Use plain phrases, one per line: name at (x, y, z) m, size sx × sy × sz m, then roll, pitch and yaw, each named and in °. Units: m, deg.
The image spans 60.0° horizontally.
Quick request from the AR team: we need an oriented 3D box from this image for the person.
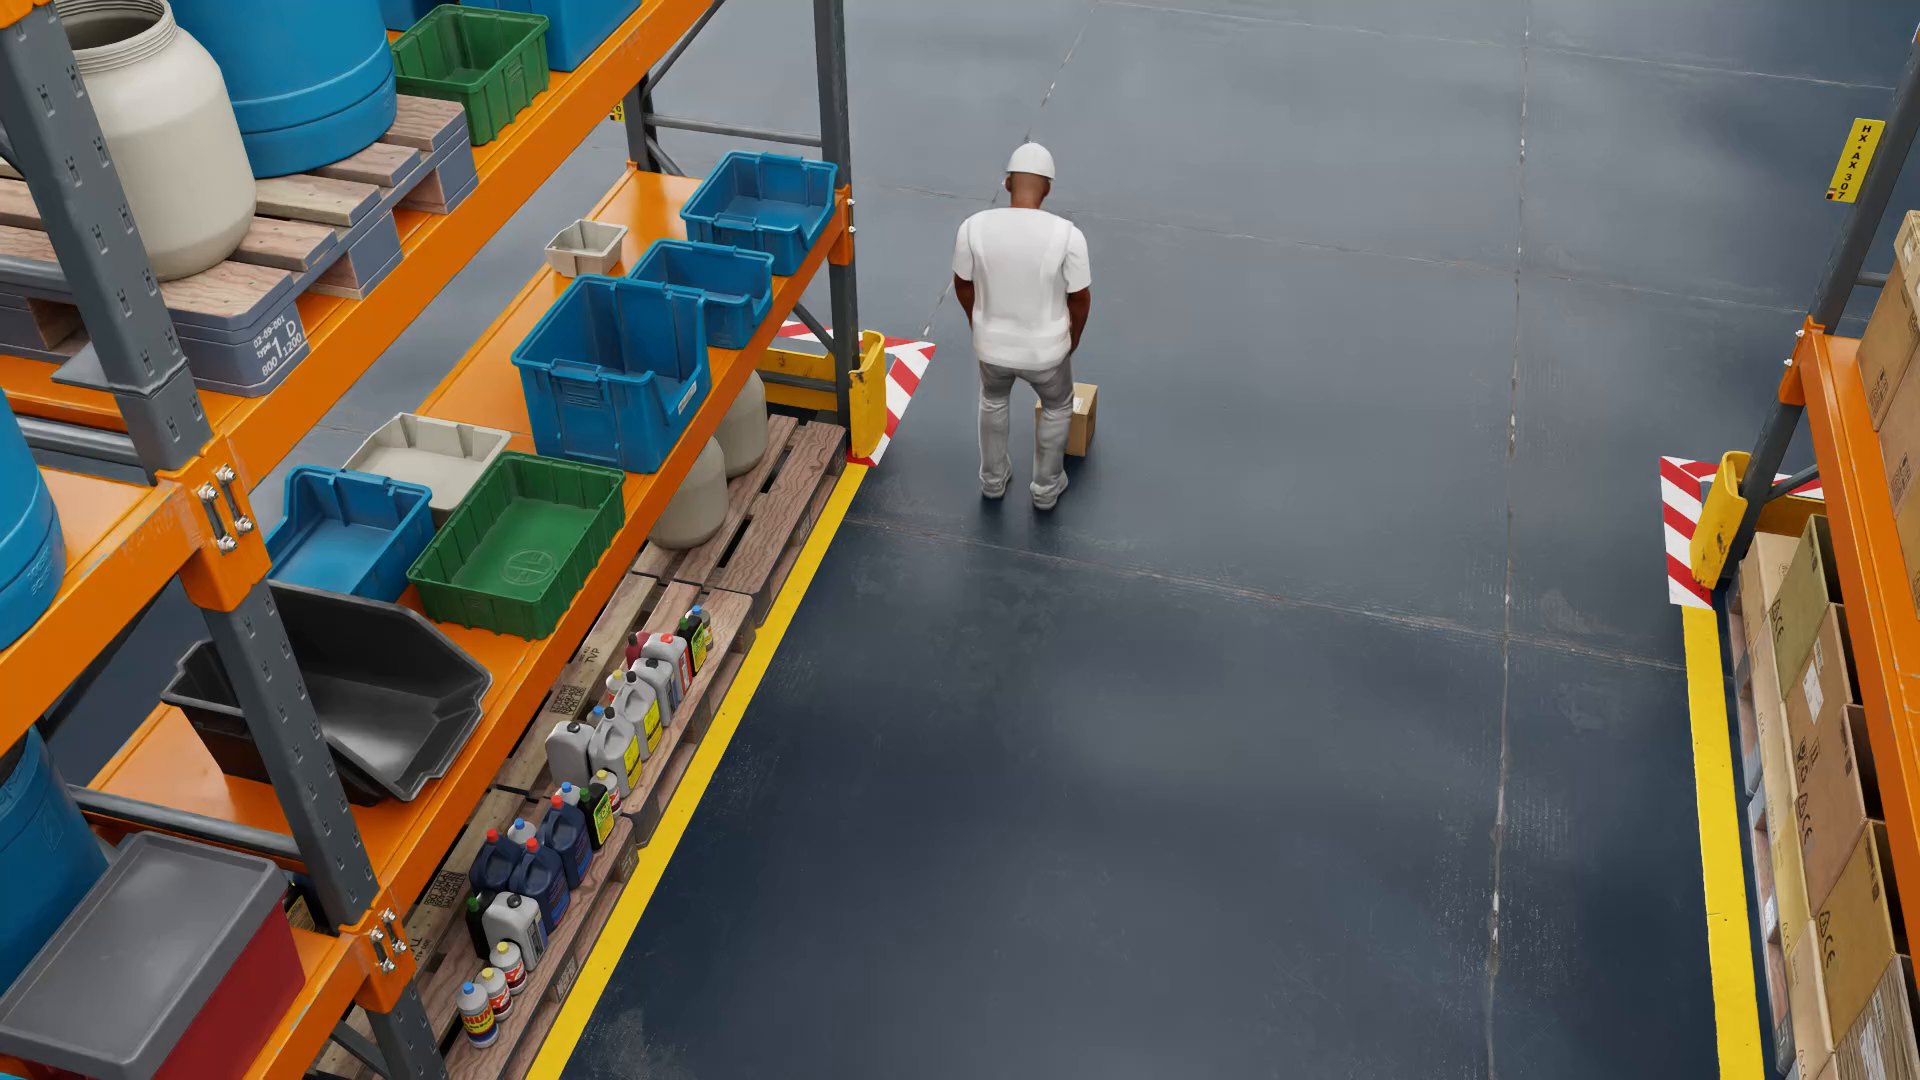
person at (0.263, -0.900, 7.250) m, size 0.602 × 1.683 × 0.511 m, roll 11°, pitch 42°, yaw 12°
